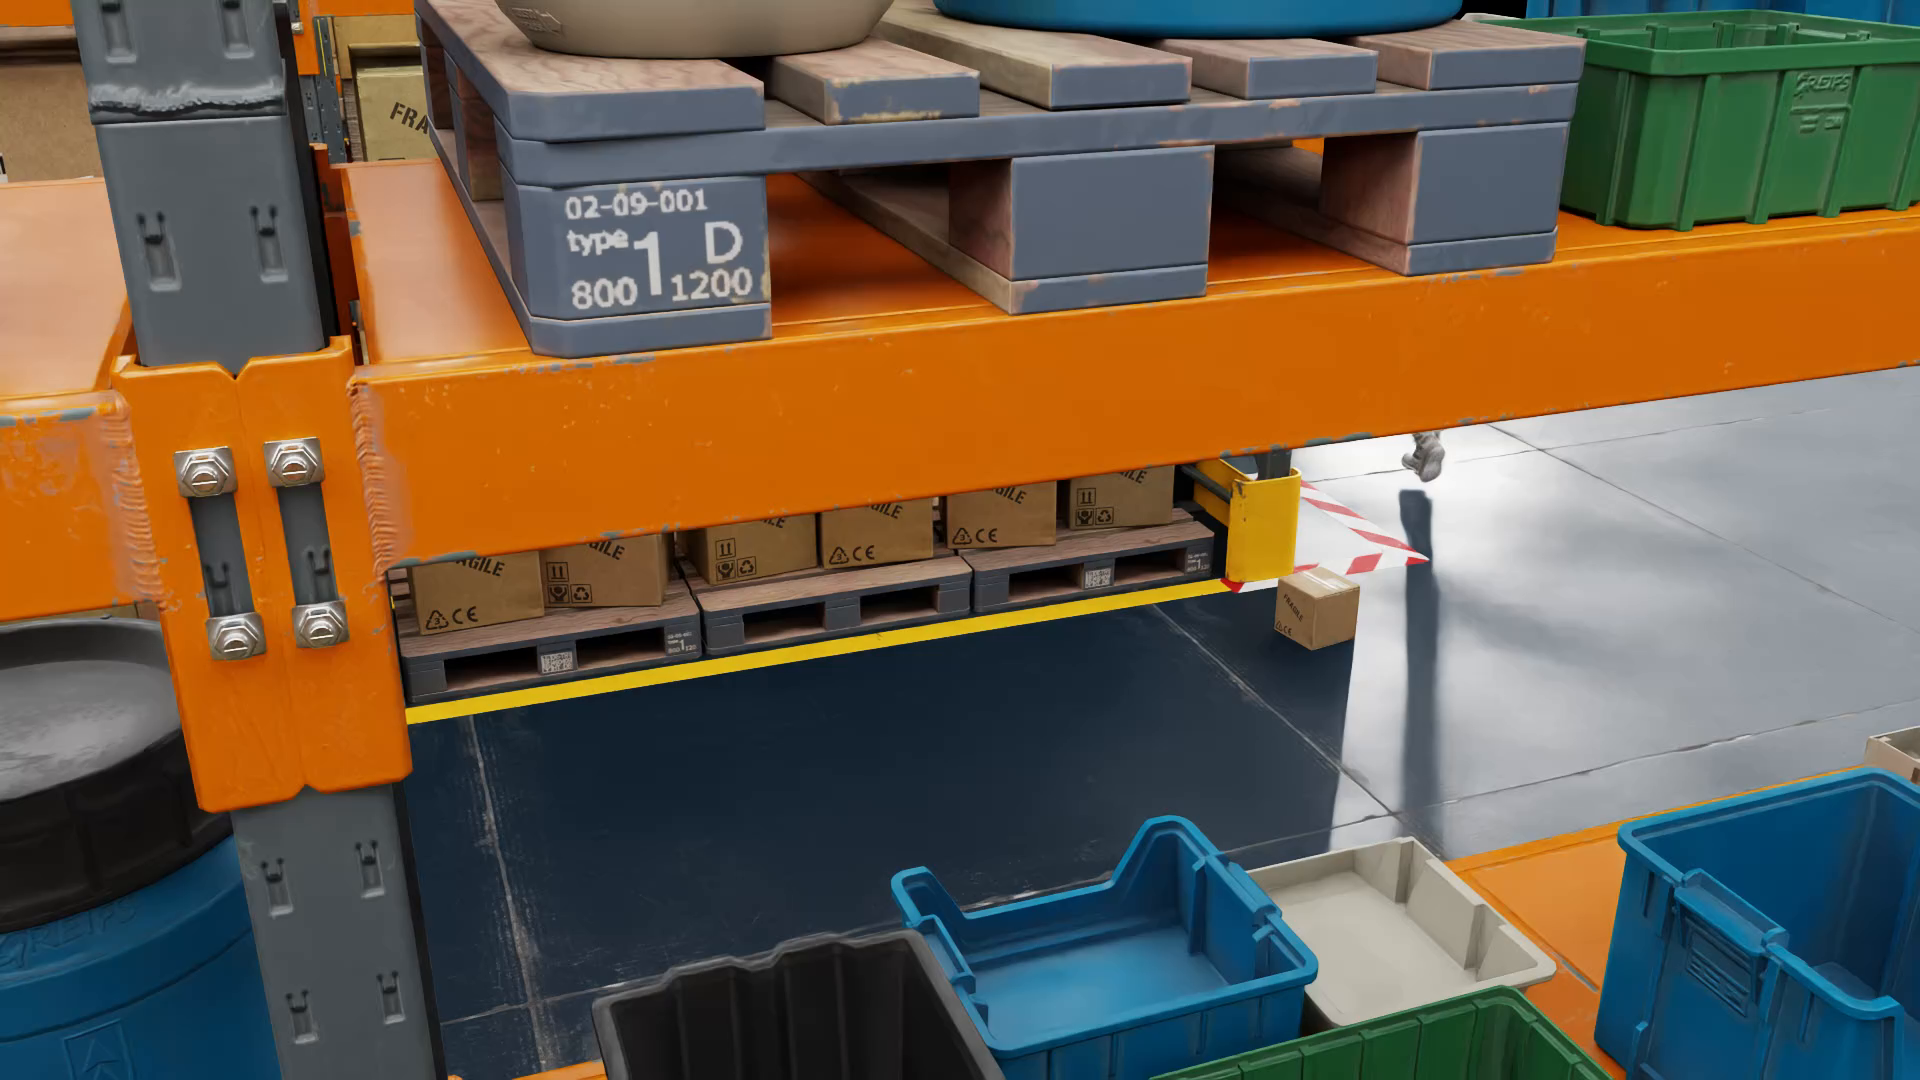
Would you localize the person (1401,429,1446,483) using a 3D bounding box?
[{"bbox_3d":[2.461,-1.084,8.609,0.510,1.666,0.609,-6,23,-14],"label":"person"}]
